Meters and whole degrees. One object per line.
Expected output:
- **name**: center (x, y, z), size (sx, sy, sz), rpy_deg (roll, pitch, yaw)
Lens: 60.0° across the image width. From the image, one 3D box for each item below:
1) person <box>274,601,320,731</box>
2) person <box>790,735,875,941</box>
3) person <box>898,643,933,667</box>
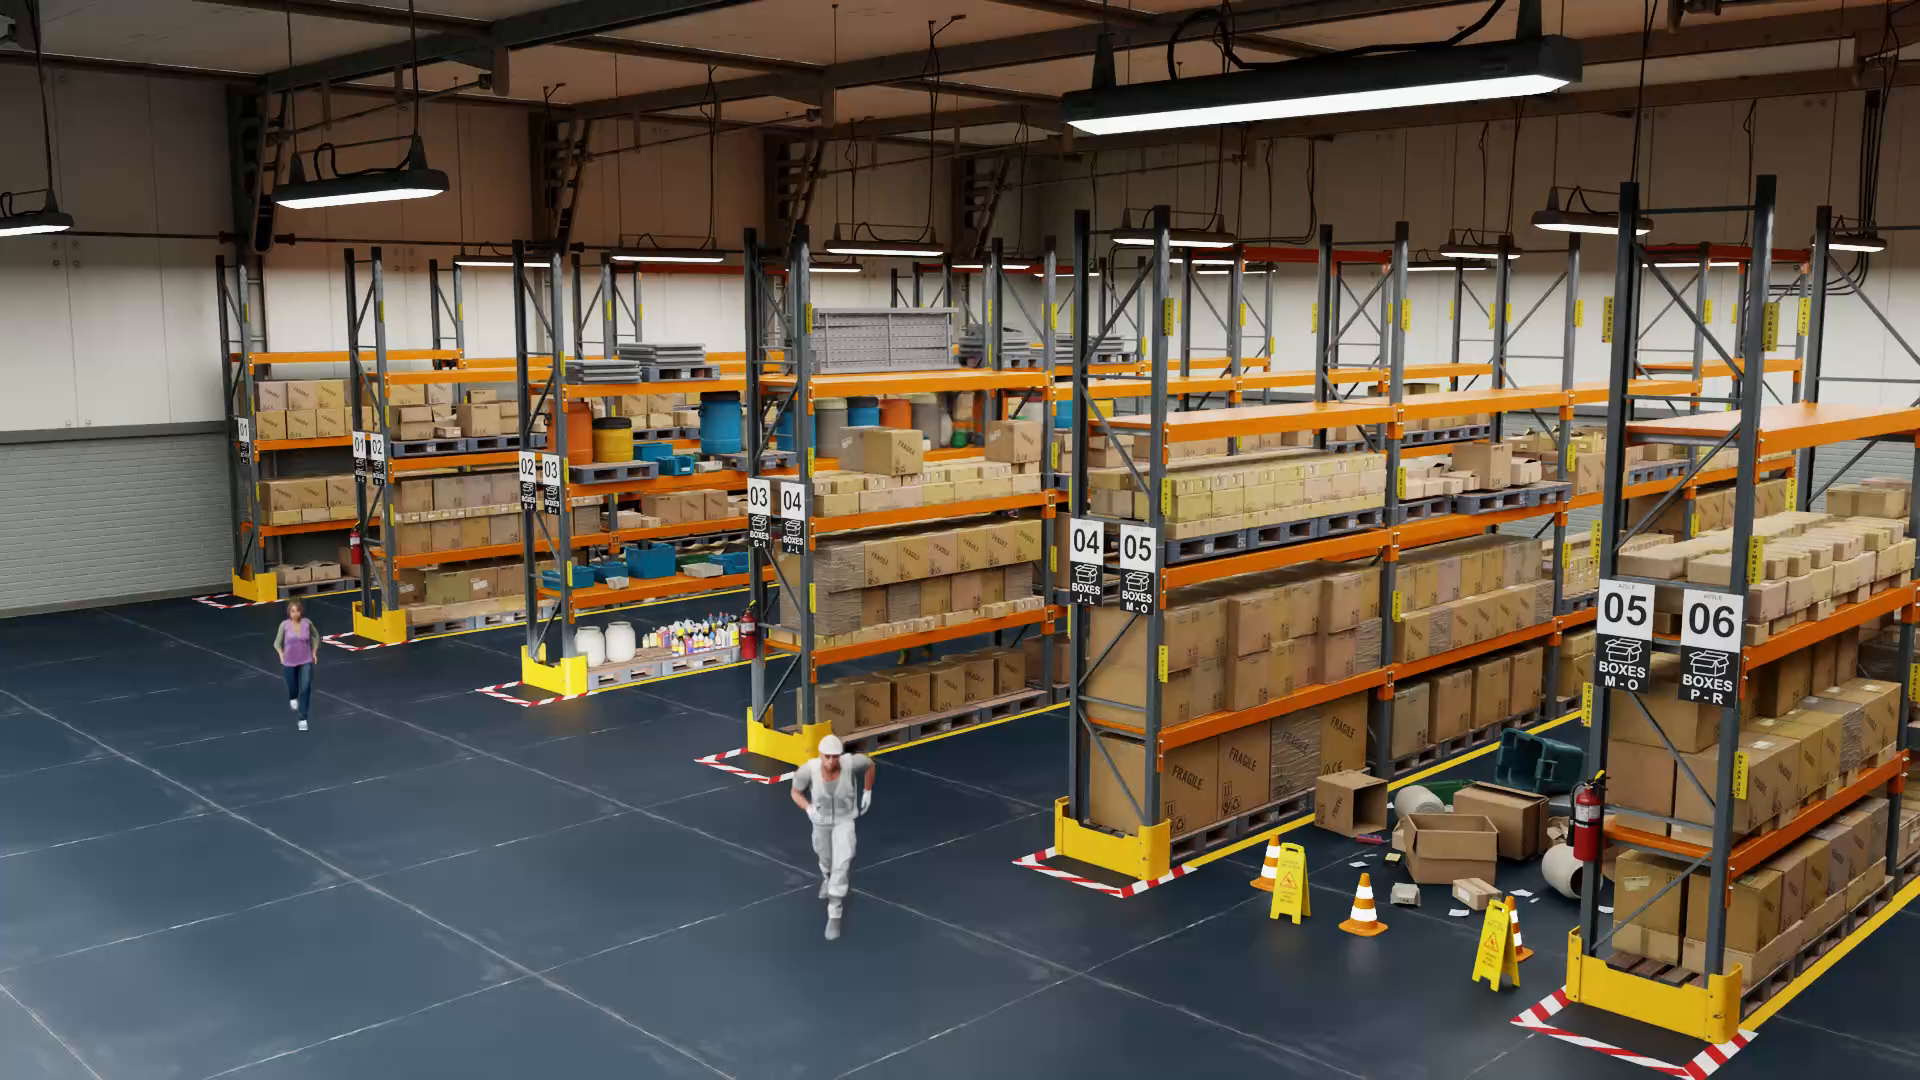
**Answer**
- **person**: center (-8.131, 1.514, 20.434), size (0.529, 1.569, 0.726), rpy_deg (-4, 9, -24)
- **person**: center (-1.064, 2.386, 13.950), size (0.704, 1.731, 1.056), rpy_deg (-1, 8, -6)
- **person**: center (-0.662, 0.890, 23.886), size (0.645, 1.838, 0.766), rpy_deg (4, 9, 29)
